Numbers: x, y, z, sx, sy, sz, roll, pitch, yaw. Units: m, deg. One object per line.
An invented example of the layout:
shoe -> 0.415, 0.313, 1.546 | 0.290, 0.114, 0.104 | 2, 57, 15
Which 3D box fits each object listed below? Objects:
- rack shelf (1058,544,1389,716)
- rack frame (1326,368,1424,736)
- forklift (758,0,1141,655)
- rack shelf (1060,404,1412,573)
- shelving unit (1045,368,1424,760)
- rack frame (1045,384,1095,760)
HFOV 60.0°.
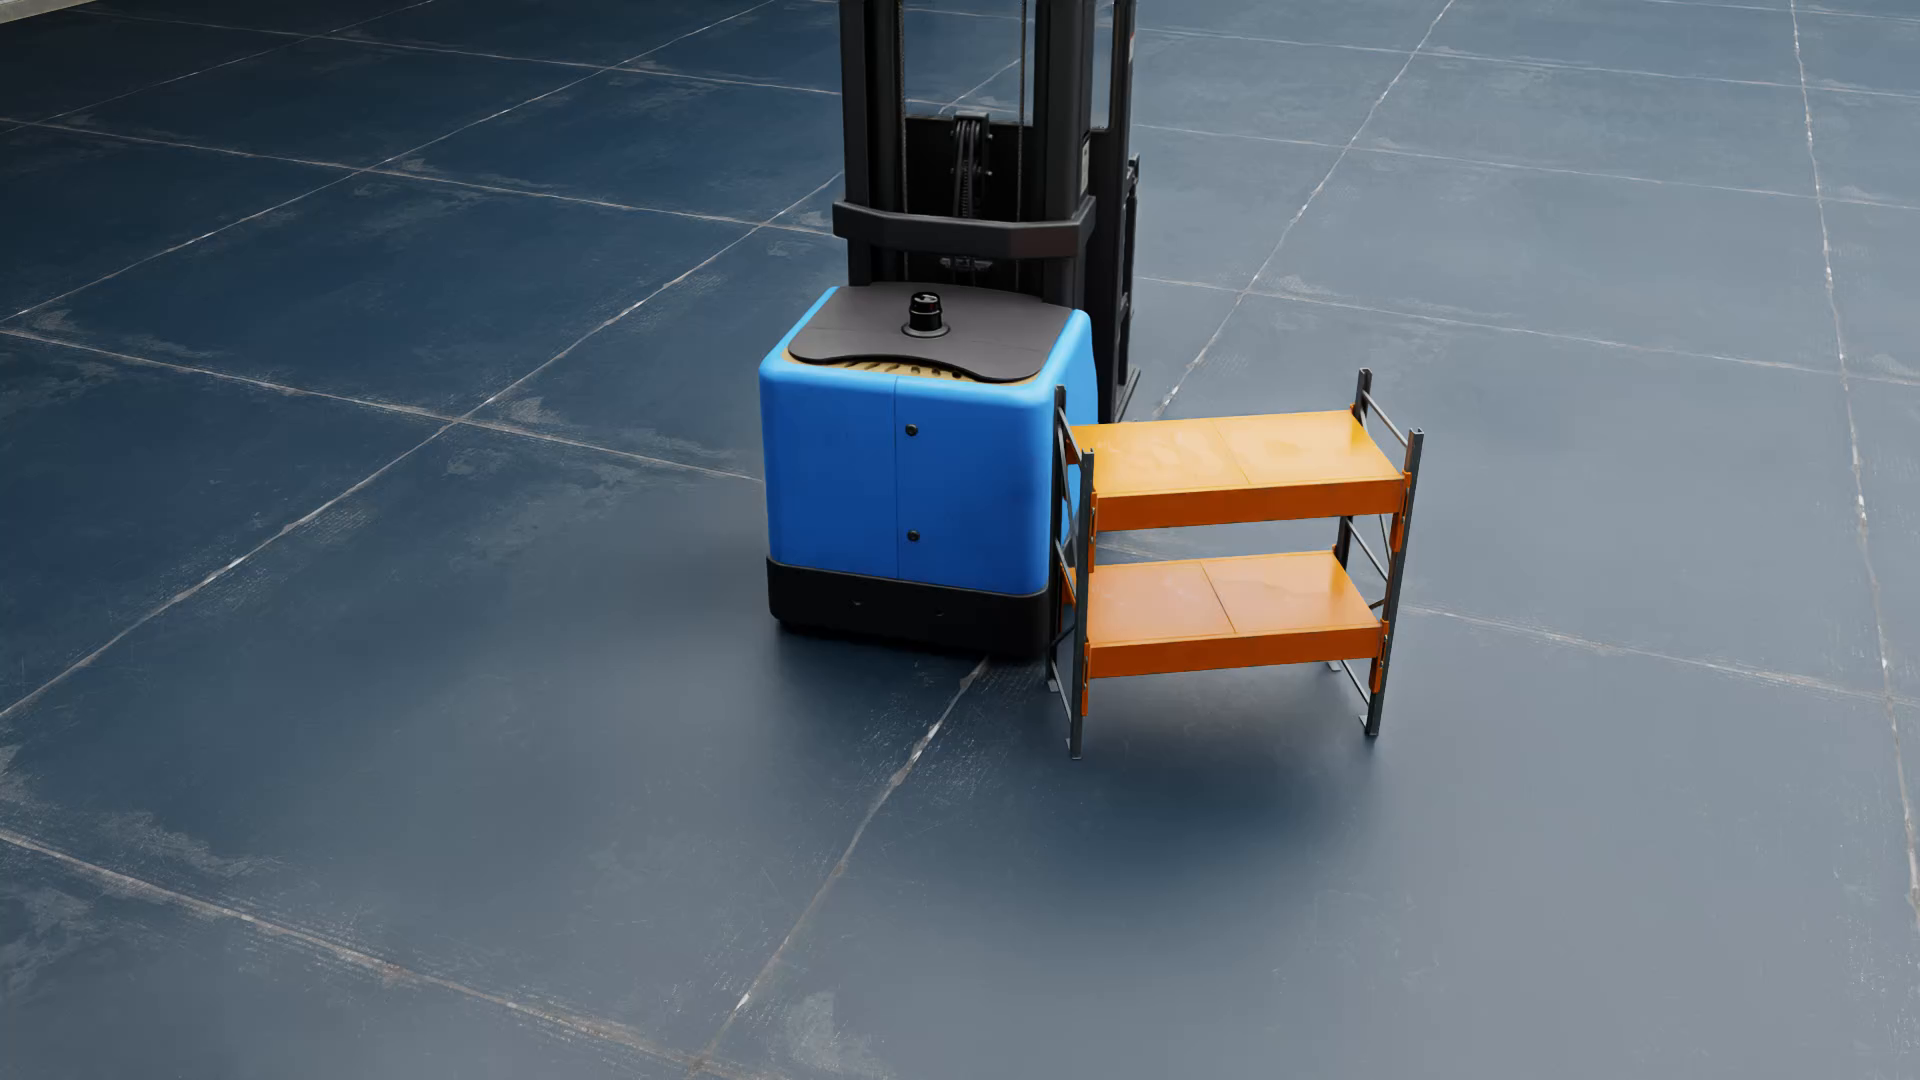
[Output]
rack shelf -> 0.855, 0.292, 5.588 | 1.000, 0.278, 0.538 | -4, 30, -7
rack frame -> 1.359, 0.046, 5.525 | 0.032, 1.125, 0.500 | -4, 30, -7
forklift -> 0.161, -1.581, 6.568 | 1.130, 2.935, 3.031 | 7, 30, 13
rack shelf -> 0.855, -0.176, 5.324 | 1.000, 0.278, 0.538 | -4, 30, -7
shelving unit -> 0.855, 0.079, 5.468 | 1.048, 1.125, 0.538 | -4, 30, -7
rack frame -> 0.351, 0.111, 5.410 | 0.032, 1.125, 0.500 | -4, 30, -7
